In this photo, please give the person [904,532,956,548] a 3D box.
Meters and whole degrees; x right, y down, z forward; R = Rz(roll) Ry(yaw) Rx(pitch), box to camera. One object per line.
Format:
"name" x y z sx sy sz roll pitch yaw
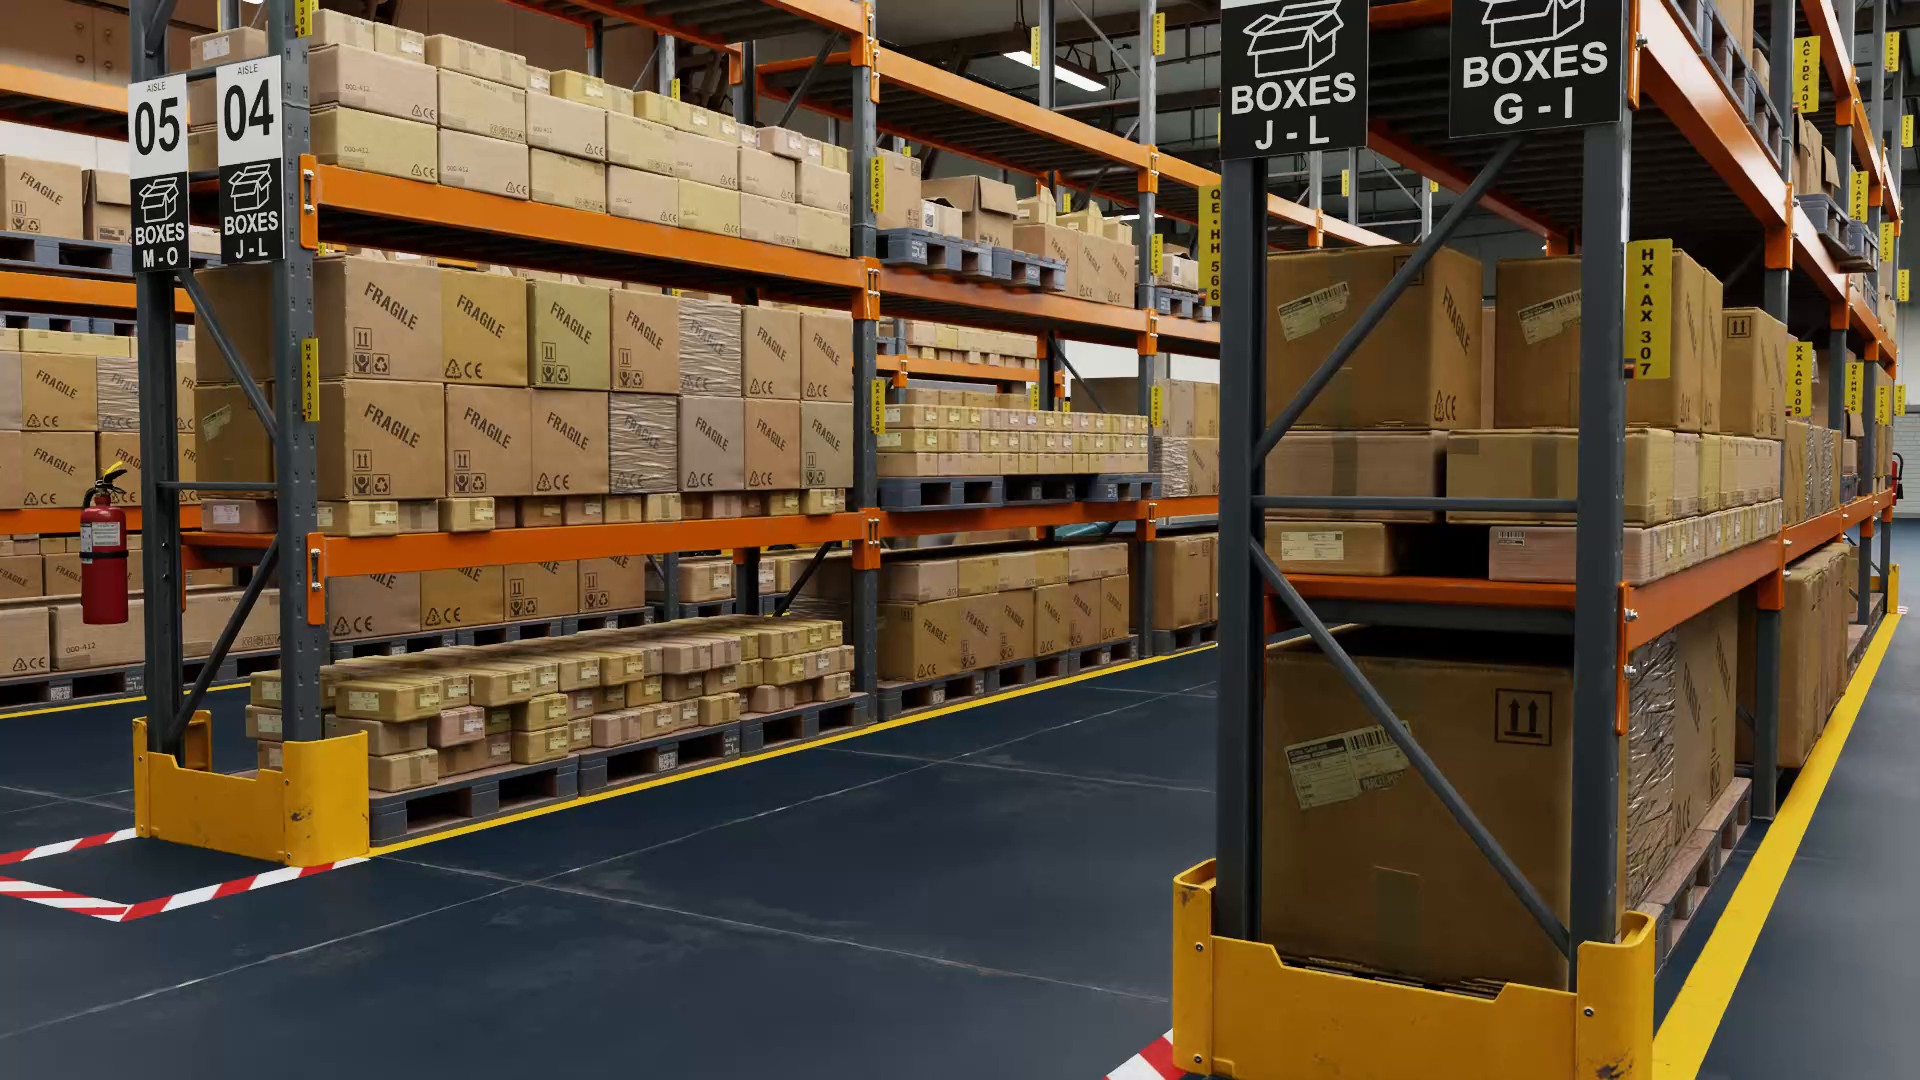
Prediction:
"person" -0.298 -0.101 17.159 0.512 1.768 0.530 2 3 30
